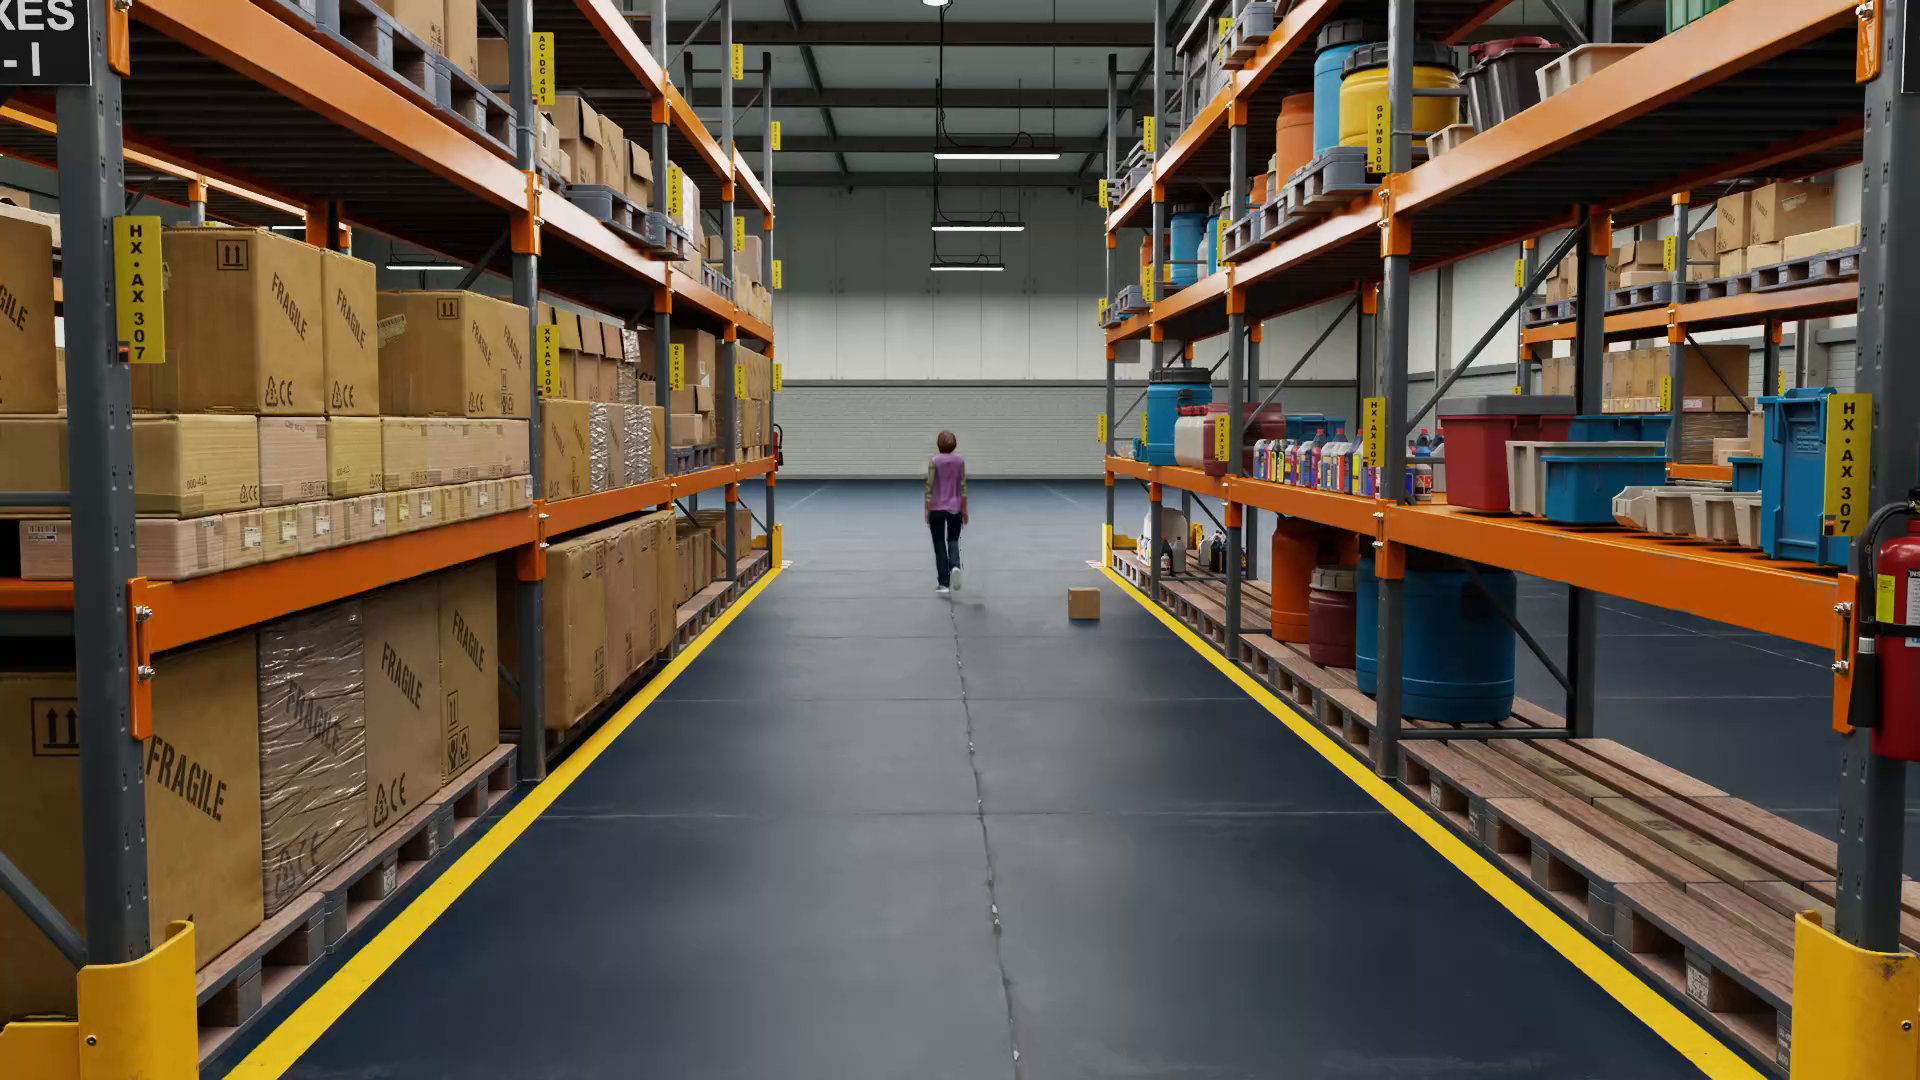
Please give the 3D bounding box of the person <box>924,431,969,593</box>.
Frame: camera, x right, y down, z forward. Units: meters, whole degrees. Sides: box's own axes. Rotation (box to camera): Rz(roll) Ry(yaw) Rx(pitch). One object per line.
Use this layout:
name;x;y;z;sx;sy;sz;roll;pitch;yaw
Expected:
person;-0.143;-0.275;16.315;0.446;1.597;0.431;-1;4;-17
